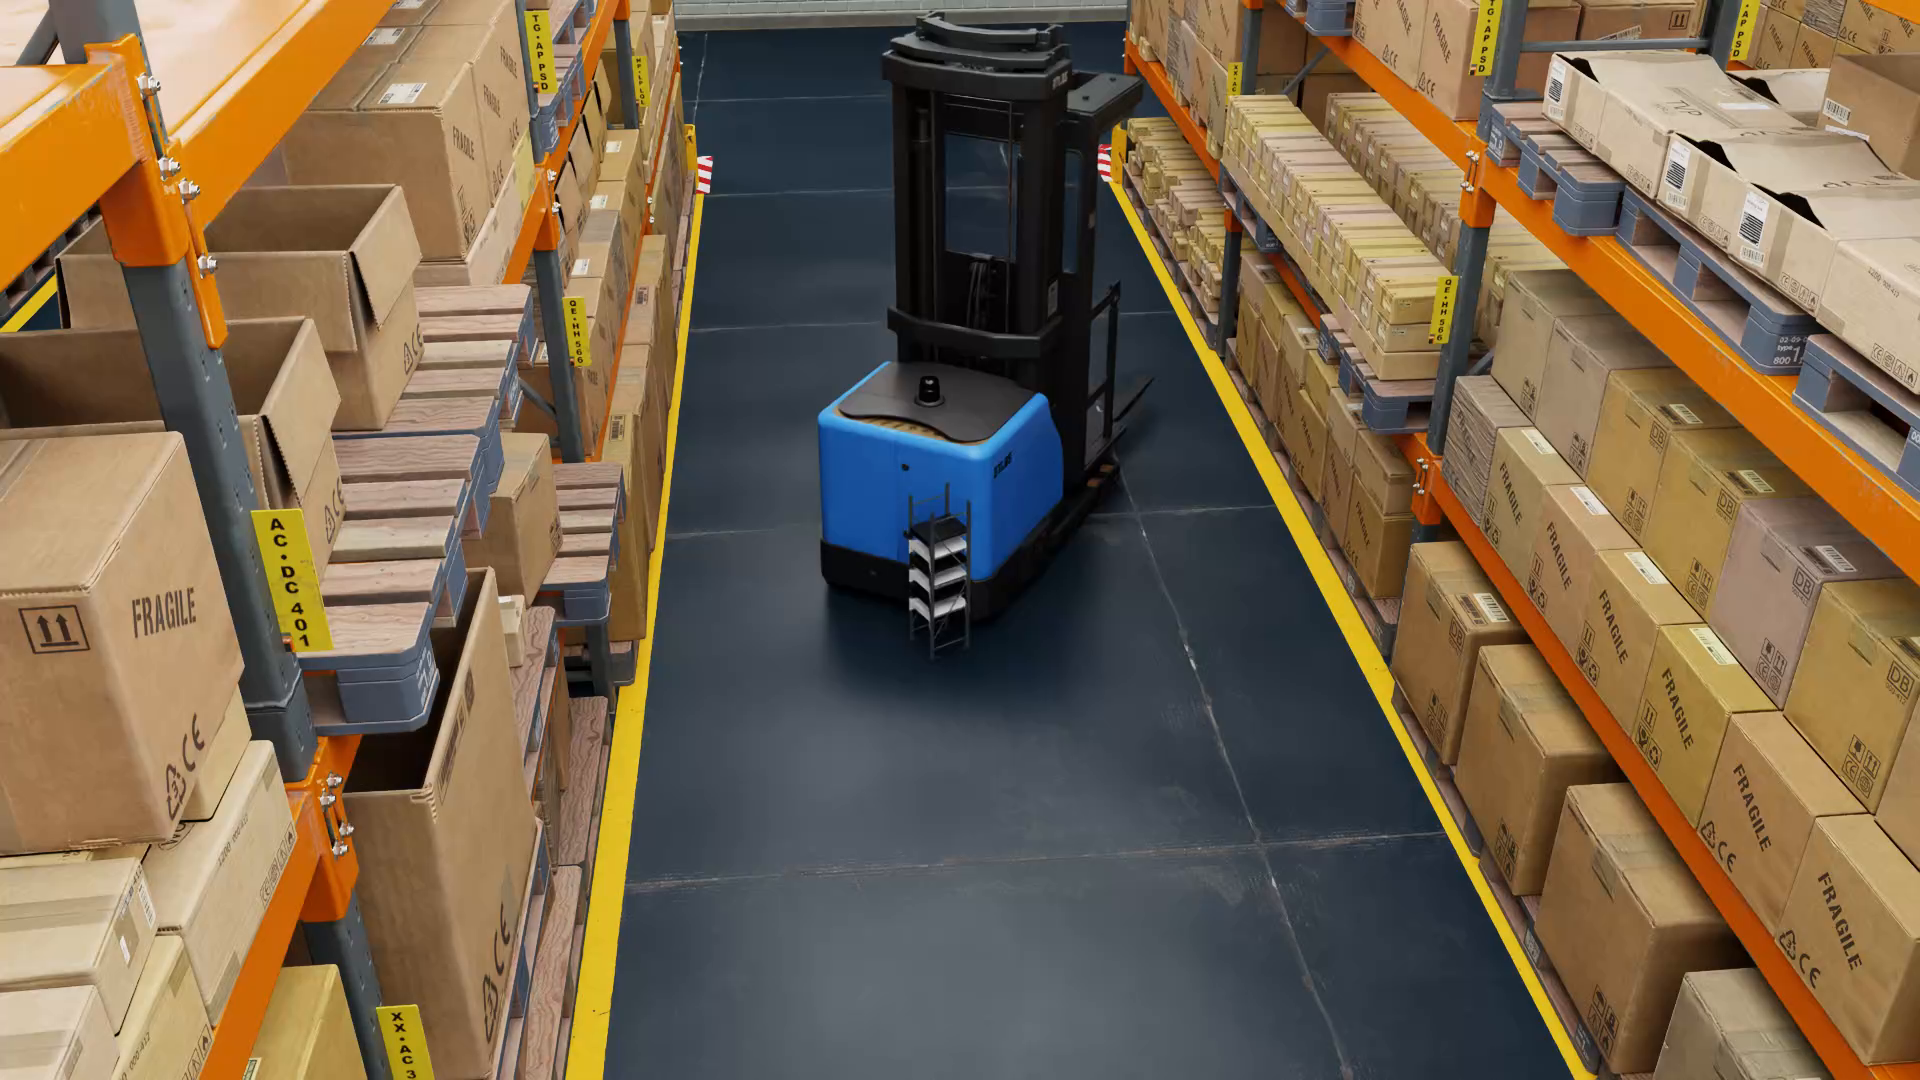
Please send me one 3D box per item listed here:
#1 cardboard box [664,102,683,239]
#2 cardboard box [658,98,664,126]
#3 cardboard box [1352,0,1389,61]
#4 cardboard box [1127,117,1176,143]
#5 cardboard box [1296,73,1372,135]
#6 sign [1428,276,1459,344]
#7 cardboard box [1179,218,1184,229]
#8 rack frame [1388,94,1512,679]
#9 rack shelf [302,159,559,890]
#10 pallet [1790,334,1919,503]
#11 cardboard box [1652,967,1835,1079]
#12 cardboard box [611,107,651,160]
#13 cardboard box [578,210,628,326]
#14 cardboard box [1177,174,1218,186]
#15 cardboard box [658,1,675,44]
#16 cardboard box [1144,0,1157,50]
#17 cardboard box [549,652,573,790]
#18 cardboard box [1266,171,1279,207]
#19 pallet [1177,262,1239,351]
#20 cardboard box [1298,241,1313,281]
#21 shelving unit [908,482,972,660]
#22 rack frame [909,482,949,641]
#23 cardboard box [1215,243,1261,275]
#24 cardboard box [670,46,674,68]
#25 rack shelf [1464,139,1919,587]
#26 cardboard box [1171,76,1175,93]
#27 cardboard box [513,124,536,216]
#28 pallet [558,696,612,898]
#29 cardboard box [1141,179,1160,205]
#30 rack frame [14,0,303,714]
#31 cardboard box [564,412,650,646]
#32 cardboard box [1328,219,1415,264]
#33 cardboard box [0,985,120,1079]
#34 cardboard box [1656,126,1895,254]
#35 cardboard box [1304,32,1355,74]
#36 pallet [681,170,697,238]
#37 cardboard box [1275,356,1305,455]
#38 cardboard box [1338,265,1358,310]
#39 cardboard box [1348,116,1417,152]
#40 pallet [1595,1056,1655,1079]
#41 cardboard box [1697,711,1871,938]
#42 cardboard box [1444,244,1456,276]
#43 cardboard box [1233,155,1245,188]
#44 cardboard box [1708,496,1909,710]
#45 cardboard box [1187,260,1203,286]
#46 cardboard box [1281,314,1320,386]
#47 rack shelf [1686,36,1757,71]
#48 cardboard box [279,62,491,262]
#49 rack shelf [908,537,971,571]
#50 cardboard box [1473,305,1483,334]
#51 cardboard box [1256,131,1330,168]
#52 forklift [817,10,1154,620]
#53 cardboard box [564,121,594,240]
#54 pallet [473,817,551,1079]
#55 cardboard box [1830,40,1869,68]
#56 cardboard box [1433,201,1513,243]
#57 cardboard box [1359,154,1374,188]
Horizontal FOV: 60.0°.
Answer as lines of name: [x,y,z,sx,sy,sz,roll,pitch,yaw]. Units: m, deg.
cardboard box: [-2.745,-2.984,13.484,0.875,0.875,0.875,-3,31,-5]
cardboard box: [-2.414,-3.182,12.398,0.380,0.149,0.250,-2,31,-4]
cardboard box: [2.317,-2.726,8.366,0.500,0.500,0.500,-3,31,-5]
cardboard box: [1.689,-3.618,14.673,0.380,0.149,0.250,-4,31,-7]
cardboard box: [2.556,-3.083,11.600,0.500,0.500,0.500,-3,31,-5]
sign: [2.186,-1.038,7.511,0.100,0.325,0.005,-3,31,-5]
cardboard box: [1.951,-2.550,13.176,0.380,0.149,0.250,-4,31,-7]
rack frame: [2.725,-0.605,7.839,1.000,3.000,0.127,-3,31,-5]
rack shelf: [-2.036,-0.377,5.233,1.077,0.370,4.000,-3,31,-5]
pallet: [2.964,-0.235,4.479,0.805,0.209,1.217,-4,31,-7]
cardboard box: [2.951,1.910,5.412,1.050,0.750,0.750,-3,31,-5]
cardboard box: [-2.379,-2.777,11.331,0.500,0.250,0.500,-3,31,-5]
cardboard box: [-2.144,-1.503,9.245,0.500,0.500,0.500,-3,31,-4]
cardboard box: [1.950,-2.823,13.342,0.380,0.149,0.250,-3,31,-4]
cardboard box: [-2.660,-4.332,13.935,0.500,0.250,0.500,-3,31,-5]
cardboard box: [1.820,-4.346,13.714,0.500,0.500,0.500,-3,31,-4]
cardboard box: [-2.140,0.806,7.485,0.700,0.500,0.500,-4,31,-7]
cardboard box: [2.033,-2.090,9.870,0.380,0.149,0.250,-2,31,-3]
pallet: [2.254,-1.792,12.544,1.003,0.211,1.213,-3,31,-5]
cardboard box: [2.107,-1.563,9.277,0.380,0.149,0.250,-2,31,-3]
shelving unit: [-0.105,0.168,8.586,0.258,0.900,0.210,-19,37,-28]
rack frame: [-0.161,0.122,8.658,0.240,0.900,0.006,-19,37,-28]
cardboard box: [2.059,-2.029,12.012,0.380,0.149,0.250,-2,31,-3]
cardboard box: [-2.560,-3.968,13.714,0.380,0.149,0.250,-3,31,-4]
rack shelf: [2.912,-0.563,5.545,1.077,0.370,4.000,-3,31,-5]
cardboard box: [1.878,-3.607,13.109,0.380,0.149,0.250,-2,31,-3]
cardboard box: [-1.934,-1.412,6.410,0.500,0.250,0.500,-3,31,-4]
pallet: [-2.151,1.177,7.574,1.003,0.211,1.213,-3,31,-5]
cardboard box: [1.759,-2.971,14.171,0.380,0.149,0.250,-2,31,-4]
rack frame: [-1.849,-0.953,2.570,1.000,3.000,0.127,-3,31,-5]
cardboard box: [-2.266,-0.041,8.556,1.225,0.875,0.875,-4,31,-7]
cardboard box: [2.149,-1.560,8.692,0.380,0.149,0.250,-2,31,-3]
cardboard box: [-1.436,0.785,2.344,0.380,0.149,0.250,-4,31,-6]
cardboard box: [2.669,-1.180,5.456,0.500,0.311,0.500,-3,31,-5]
cardboard box: [2.552,-3.490,11.305,0.500,0.500,0.500,-2,31,-3]
pallet: [-2.817,-2.902,14.403,1.003,0.211,1.213,-3,31,-5]
cardboard box: [2.270,-0.828,10.240,0.500,0.500,0.500,-2,31,-4]
cardboard box: [2.172,-1.306,8.558,0.380,0.149,0.250,-2,31,-3]
cardboard box: [2.632,-2.511,10.284,0.380,0.149,0.250,-4,31,-6]
pallet: [2.952,2.244,5.788,1.003,0.211,1.213,-3,31,-5]
cardboard box: [2.737,0.882,5.251,0.500,0.500,0.500,-3,31,-5]
cardboard box: [2.800,-1.465,8.824,0.380,0.149,0.250,-3,31,-4]
cardboard box: [1.962,-2.356,10.605,0.380,0.149,0.250,-2,31,-4]
cardboard box: [2.950,0.191,5.433,0.700,0.500,0.500,-3,31,-4]
cardboard box: [1.946,-2.056,12.639,0.380,0.149,0.250,-4,31,-6]
cardboard box: [2.253,-1.154,10.055,0.500,0.250,0.500,-2,31,-3]
rack shelf: [7.084,-3.649,13.635,1.077,0.370,4.000,-3,31,-5]
cardboard box: [-1.839,-1.218,5.355,0.500,0.500,0.500,-2,31,-4]
rack shelf: [-0.104,0.044,8.508,0.258,0.077,0.200,-19,37,-28]
cardboard box: [2.834,-1.191,8.654,0.380,0.149,0.250,-1,31,-2]
cardboard box: [2.005,-2.352,10.018,0.380,0.149,0.250,-3,31,-5]
forklift: [0.335,-1.565,9.513,1.130,2.935,3.031,14,34,22]
cardboard box: [-2.402,-1.942,9.001,0.797,0.503,0.637,-2,31,-3]
pallet: [-1.775,1.308,4.823,1.003,0.211,1.213,-3,31,-5]
cardboard box: [6.919,-3.466,12.531,0.500,0.500,0.500,-3,31,-6]
cardboard box: [2.777,-1.714,8.951,0.380,0.149,0.250,-1,31,-2]
cardboard box: [2.661,-2.253,10.143,0.380,0.149,0.250,-4,31,-6]
